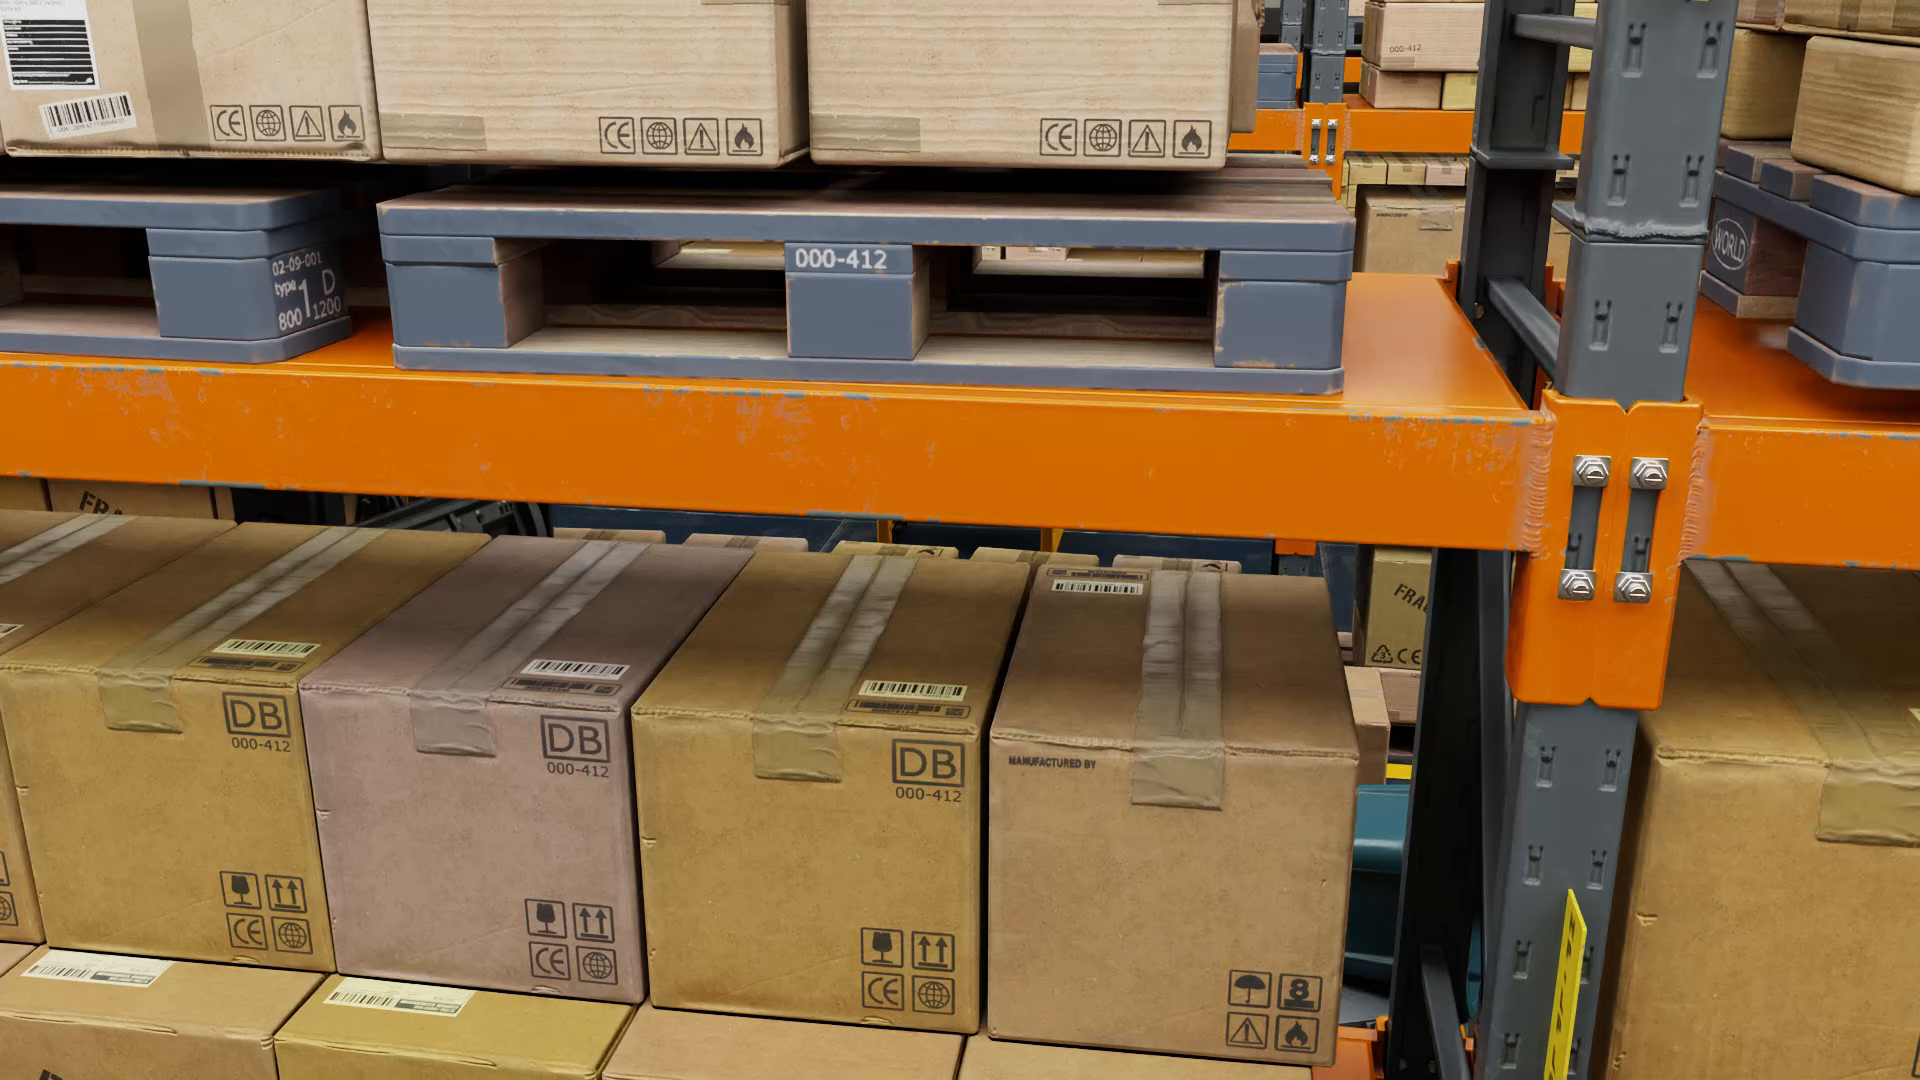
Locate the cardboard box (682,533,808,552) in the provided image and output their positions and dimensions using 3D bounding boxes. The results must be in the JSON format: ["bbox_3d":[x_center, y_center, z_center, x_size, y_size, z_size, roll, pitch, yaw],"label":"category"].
[{"bbox_3d":[-1.150,0.299,8.162,0.625,0.372,0.950,3,19,8],"label":"cardboard box"}]

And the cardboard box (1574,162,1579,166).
[{"bbox_3d":[4.344,-2.490,11.370,0.250,0.149,0.380,3,19,9],"label":"cardboard box"}]

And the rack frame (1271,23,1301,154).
[{"bbox_3d":[2.297,-2.168,12.056,0.127,3.000,1.000,3,19,9],"label":"rack frame"}]

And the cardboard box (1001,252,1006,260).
[{"bbox_3d":[0.022,-1.004,7.289,0.500,0.500,0.500,4,19,11],"label":"cardboard box"}]

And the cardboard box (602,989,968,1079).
[{"bbox_3d":[-0.229,0.928,2.646,0.500,0.500,0.500,3,19,8],"label":"cardboard box"}]

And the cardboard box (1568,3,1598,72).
[{"bbox_3d":[2.415,-1.974,6.517,0.500,0.250,0.500,3,19,8],"label":"cardboard box"}]

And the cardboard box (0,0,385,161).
[{"bbox_3d":[-0.938,-0.703,2.271,0.500,0.311,0.500,2,19,7],"label":"cardboard box"}]

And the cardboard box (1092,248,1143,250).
[{"bbox_3d":[0.601,-1.139,7.692,0.500,0.500,0.500,3,19,9],"label":"cardboard box"}]

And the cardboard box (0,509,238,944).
[{"bbox_3d":[-1.673,0.296,2.958,0.500,0.500,0.700,3,19,8],"label":"cardboard box"}]

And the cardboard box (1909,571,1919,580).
[{"bbox_3d":[1.748,0.380,2.501,0.550,0.550,0.875,3,19,9],"label":"cardboard box"}]

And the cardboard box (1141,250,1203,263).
[{"bbox_3d":[1.021,-0.952,7.132,0.500,0.500,0.500,3,19,8],"label":"cardboard box"}]

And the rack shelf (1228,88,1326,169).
[{"bbox_3d":[-0.461,-1.795,7.346,4.000,0.370,1.077,3,19,9],"label":"rack shelf"}]

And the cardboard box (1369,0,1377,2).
[{"bbox_3d":[1.861,-2.347,7.002,0.250,0.149,0.380,3,19,10],"label":"cardboard box"}]

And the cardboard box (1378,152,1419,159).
[{"bbox_3d":[3.165,-2.708,12.021,0.250,0.149,0.380,3,19,8],"label":"cardboard box"}]

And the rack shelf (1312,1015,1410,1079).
[{"bbox_3d":[-1.147,1.184,3.172,4.000,0.370,1.077,3,19,9],"label":"rack shelf"}]

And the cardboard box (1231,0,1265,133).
[{"bbox_3d":[0.271,-0.771,2.545,0.396,0.266,0.258,3,19,8],"label":"cardboard box"}]

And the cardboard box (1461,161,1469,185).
[{"bbox_3d":[3.589,-2.511,11.430,0.250,0.149,0.380,3,19,8],"label":"cardboard box"}]

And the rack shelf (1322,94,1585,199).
[{"bbox_3d":[3.488,-1.594,6.745,4.000,0.370,1.077,3,19,9],"label":"rack shelf"}]

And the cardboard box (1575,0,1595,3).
[{"bbox_3d":[2.293,-2.156,6.432,0.250,0.149,0.380,2,19,7],"label":"cardboard box"}]

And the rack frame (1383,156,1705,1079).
[{"bbox_3d":[0.828,0.943,2.757,0.127,3.000,1.000,3,19,9],"label":"rack frame"}]

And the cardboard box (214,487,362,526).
[{"bbox_3d":[-3.105,-0.067,8.461,0.875,0.875,0.875,3,19,8],"label":"cardboard box"}]

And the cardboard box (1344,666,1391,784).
[{"bbox_3d":[1.261,0.773,6.013,0.500,0.500,0.500,3,19,9],"label":"cardboard box"}]

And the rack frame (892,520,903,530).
[{"bbox_3d":[-0.418,-0.733,10.129,0.032,1.500,0.500,3,19,9],"label":"rack frame"}]

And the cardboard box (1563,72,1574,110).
[{"bbox_3d":[2.294,-1.815,6.669,0.250,0.149,0.380,3,19,9],"label":"cardboard box"}]

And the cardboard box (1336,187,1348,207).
[{"bbox_3d":[2.570,-2.425,11.643,0.250,0.149,0.380,3,19,8],"label":"cardboard box"}]

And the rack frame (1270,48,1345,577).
[{"bbox_3d":[1.513,-0.613,7.407,0.127,3.000,1.000,3,19,9],"label":"rack frame"}]

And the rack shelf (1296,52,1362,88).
[{"bbox_3d":[4.272,-3.149,11.393,4.000,0.370,1.077,3,19,9],"label":"rack shelf"}]

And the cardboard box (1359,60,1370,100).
[{"bbox_3d":[1.874,-1.996,7.210,0.250,0.149,0.380,3,19,9],"label":"cardboard box"}]

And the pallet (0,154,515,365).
[{"bbox_3d":[-1.373,-0.520,2.700,1.213,0.211,1.003,4,19,11],"label":"pallet"}]

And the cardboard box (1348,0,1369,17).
[{"bbox_3d":[2.692,-3.600,11.185,0.250,0.149,0.380,3,19,10],"label":"cardboard box"}]

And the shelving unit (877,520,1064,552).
[{"bbox_3d":[0.075,-0.707,10.054,1.083,1.500,0.587,3,19,9],"label":"shelving unit"}]

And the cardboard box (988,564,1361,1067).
[{"bbox_3d":[0.337,0.398,2.652,0.500,0.500,0.700,3,19,8],"label":"cardboard box"}]

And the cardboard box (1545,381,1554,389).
[{"bbox_3d":[2.403,-0.674,6.963,0.500,0.500,0.500,3,19,8],"label":"cardboard box"}]

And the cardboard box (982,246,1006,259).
[{"bbox_3d":[0.065,-1.298,7.143,0.250,0.149,0.380,2,19,6],"label":"cardboard box"}]

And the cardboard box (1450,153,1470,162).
[{"bbox_3d":[3.675,-2.696,11.984,0.250,0.149,0.380,3,19,8],"label":"cardboard box"}]

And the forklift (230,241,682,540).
[{"bbox_3d":[-1.550,0.058,5.511,3.031,2.935,1.130,9,21,25],"label":"forklift"}]

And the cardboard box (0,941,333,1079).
[{"bbox_3d":[-1.229,0.877,2.796,0.500,0.500,0.500,3,19,8],"label":"cardboard box"}]

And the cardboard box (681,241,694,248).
[{"bbox_3d":[-1.513,-1.083,7.523,0.500,0.500,0.500,4,19,11],"label":"cardboard box"}]

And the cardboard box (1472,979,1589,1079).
[{"bbox_3d":[1.194,0.887,2.689,0.550,0.550,0.875,3,19,9],"label":"cardboard box"}]

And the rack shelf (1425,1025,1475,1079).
[{"bbox_3d":[2.803,1.385,2.571,4.000,0.370,1.077,3,19,9],"label":"rack shelf"}]

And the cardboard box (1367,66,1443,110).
[{"bbox_3d":[1.785,-1.823,6.692,0.250,0.149,0.380,3,19,8],"label":"cardboard box"}]

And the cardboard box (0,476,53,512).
[{"bbox_3d":[-4.868,-0.158,8.734,0.875,0.875,0.875,3,19,10],"label":"cardboard box"}]

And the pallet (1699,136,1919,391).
[{"bbox_3d":[1.634,-0.393,2.163,1.213,0.211,1.003,3,19,9],"label":"pallet"}]

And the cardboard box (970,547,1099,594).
[{"bbox_3d":[0.285,0.373,7.939,0.625,0.372,0.950,4,19,12],"label":"cardboard box"}]

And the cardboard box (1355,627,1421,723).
[{"bbox_3d":[2.053,0.606,7.435,0.500,0.250,0.500,2,19,6],"label":"cardboard box"}]

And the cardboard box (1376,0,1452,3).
[{"bbox_3d":[1.772,-2.176,6.492,0.250,0.149,0.380,3,19,8],"label":"cardboard box"}]

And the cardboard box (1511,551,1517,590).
[{"bbox_3d":[2.583,0.274,7.247,0.500,0.500,0.500,4,19,11],"label":"cardboard box"}]

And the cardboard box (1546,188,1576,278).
[{"bbox_3d":[2.414,-1.153,6.819,0.500,0.500,0.700,3,19,9],"label":"cardboard box"}]

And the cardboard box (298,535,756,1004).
[{"bbox_3d":[-0.670,0.347,2.804,0.500,0.500,0.700,3,19,9],"label":"cardboard box"}]

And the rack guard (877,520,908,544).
[{"bbox_3d":[-0.416,-0.140,10.327,0.087,0.250,0.587,3,19,9],"label":"rack guard"}]

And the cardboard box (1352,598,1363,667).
[{"bbox_3d":[2.140,0.437,7.940,0.500,0.250,0.500,4,19,11],"label":"cardboard box"}]

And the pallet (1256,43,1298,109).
[{"bbox_3d":[0.921,-2.011,7.154,1.003,0.211,1.213,3,19,9],"label":"pallet"}]

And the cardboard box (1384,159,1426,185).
[{"bbox_3d":[3.090,-2.560,11.579,0.250,0.149,0.380,3,19,8],"label":"cardboard box"}]

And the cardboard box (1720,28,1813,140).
[{"bbox_3d":[1.238,-0.689,2.483,0.250,0.149,0.380,3,19,8],"label":"cardboard box"}]

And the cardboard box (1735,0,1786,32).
[{"bbox_3d":[1.355,-0.852,2.342,0.500,0.250,0.500,3,19,8],"label":"cardboard box"}]

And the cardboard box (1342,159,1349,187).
[{"bbox_3d":[2.565,-2.555,11.564,0.250,0.149,0.380,3,19,10],"label":"cardboard box"}]
